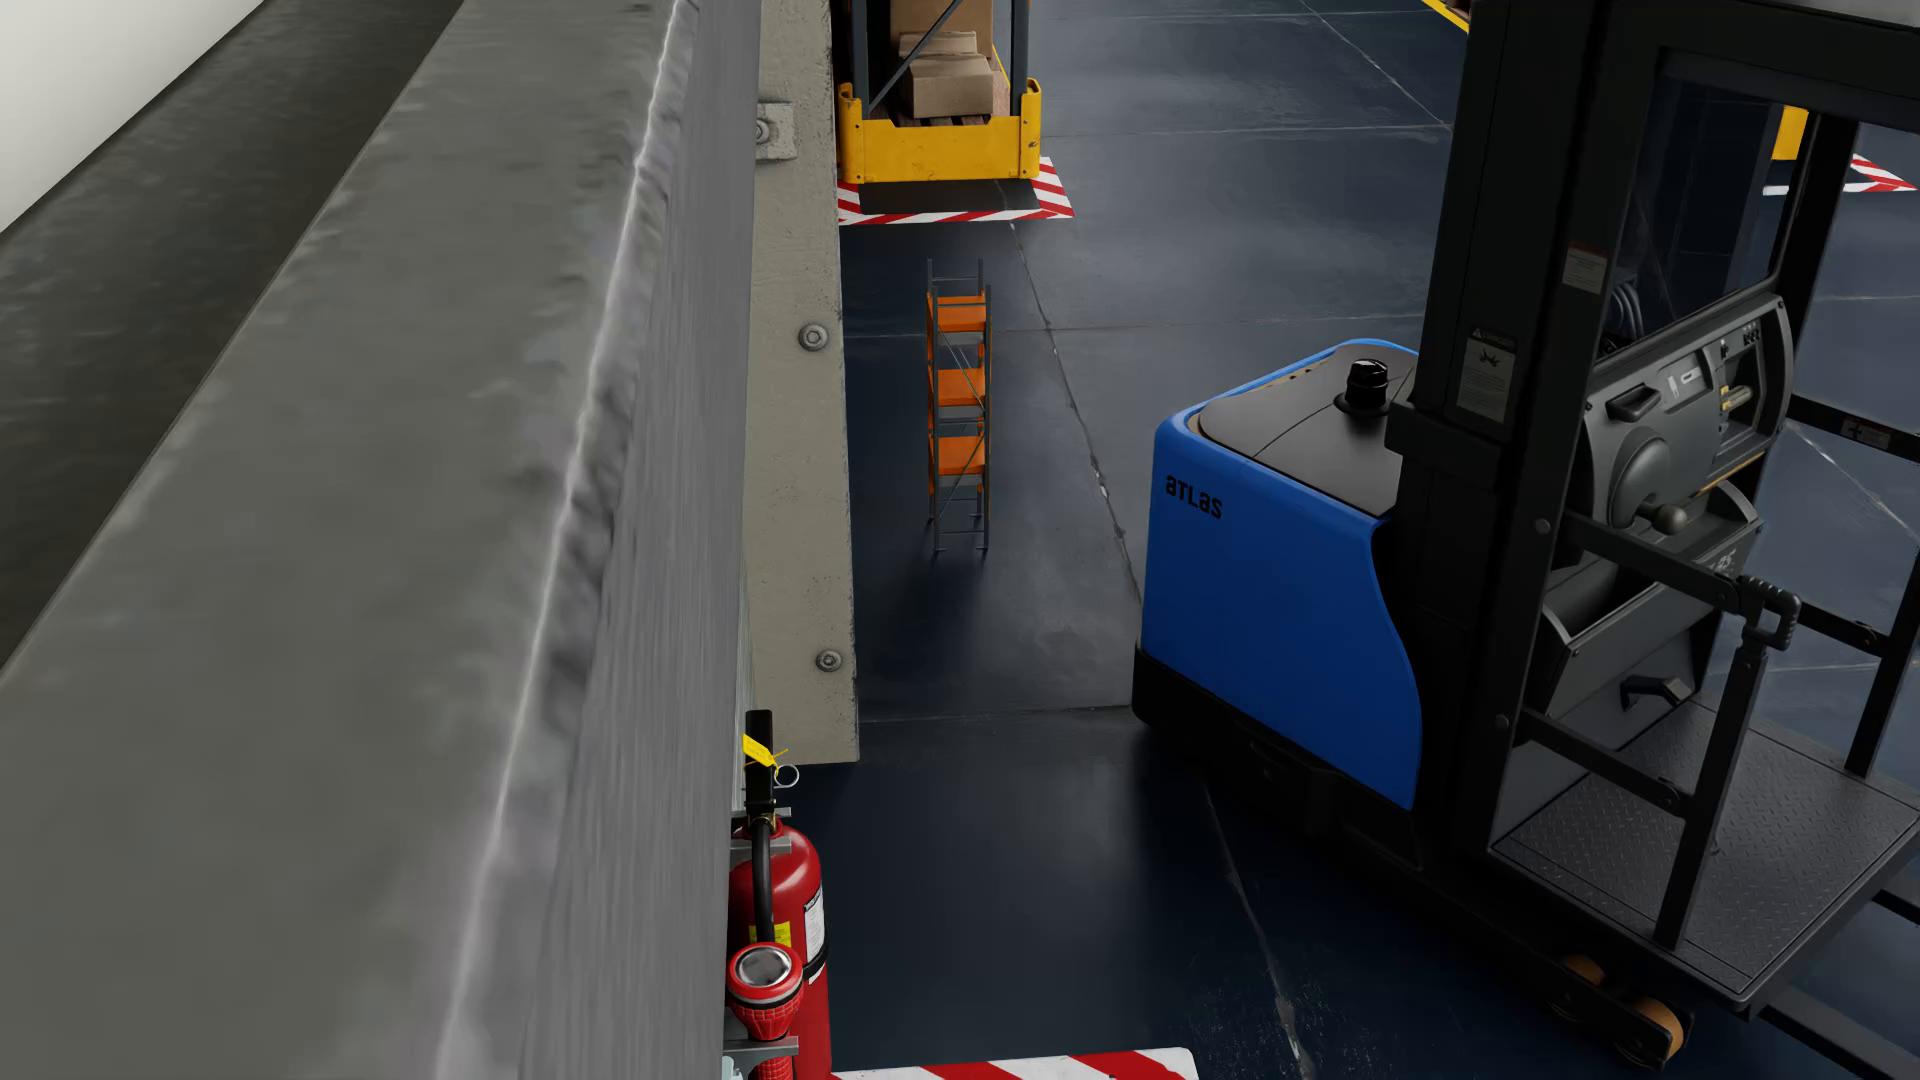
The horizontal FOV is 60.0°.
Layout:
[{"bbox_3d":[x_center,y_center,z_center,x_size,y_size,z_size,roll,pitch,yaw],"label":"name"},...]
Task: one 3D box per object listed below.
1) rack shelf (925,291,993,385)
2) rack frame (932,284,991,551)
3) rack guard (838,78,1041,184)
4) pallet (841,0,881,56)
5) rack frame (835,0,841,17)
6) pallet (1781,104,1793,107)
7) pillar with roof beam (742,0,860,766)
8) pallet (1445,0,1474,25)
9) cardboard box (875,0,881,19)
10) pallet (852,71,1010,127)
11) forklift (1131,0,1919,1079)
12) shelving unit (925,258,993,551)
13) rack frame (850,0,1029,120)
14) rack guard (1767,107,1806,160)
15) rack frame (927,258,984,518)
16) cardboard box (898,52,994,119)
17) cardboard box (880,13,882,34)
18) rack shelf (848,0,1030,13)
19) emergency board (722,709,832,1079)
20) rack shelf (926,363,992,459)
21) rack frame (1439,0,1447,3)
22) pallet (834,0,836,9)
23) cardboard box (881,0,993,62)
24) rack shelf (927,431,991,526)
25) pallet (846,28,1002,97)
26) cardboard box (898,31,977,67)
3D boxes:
[{"bbox_3d":[-0.005,-0.713,5.886,0.215,0.259,0.240,-3,31,-5],"label":"rack shelf"},{"bbox_3d":[0.006,-0.416,5.922,0.200,1.050,0.008,-3,31,-5],"label":"rack frame"},{"bbox_3d":[-0.122,-2.416,9.807,1.175,0.500,0.348,-3,31,-5],"label":"rack guard"},{"bbox_3d":[-0.391,-3.954,12.663,1.003,0.211,1.213,-3,31,-5],"label":"pallet"},{"bbox_3d":[-0.489,-5.492,12.520,1.000,3.000,0.127,-3,31,-5],"label":"rack frame"},{"bbox_3d":[4.704,-2.881,10.866,1.003,0.211,1.213,-3,31,-5],"label":"pallet"},{"bbox_3d":[3.805,-3.484,3.308,9.100,9.000,0.400,-3,31,-5],"label":"pillar with roof beam"},{"bbox_3d":[4.476,-4.126,12.952,1.003,0.211,1.213,-3,31,-5],"label":"pallet"},{"bbox_3d":[-0.352,-4.080,12.164,0.500,0.500,0.500,-5,31,-8],"label":"cardboard box"},{"bbox_3d":[-0.163,-2.708,10.578,1.003,0.211,1.213,-3,31,-5],"label":"pallet"},{"bbox_3d":[1.879,-0.261,3.829,1.130,2.935,3.031,-24,38,-34],"label":"forklift"},{"bbox_3d":[-0.005,-0.478,6.027,0.215,1.050,0.252,-3,31,-5],"label":"shelving unit"},{"bbox_3d":[-0.115,-3.450,9.101,1.000,3.000,0.127,-3,31,-5],"label":"rack frame"},{"bbox_3d":[4.819,-2.604,10.122,1.175,0.500,0.348,-3,31,-5],"label":"rack guard"},{"bbox_3d":[-0.016,-0.540,6.131,0.200,1.050,0.008,-3,31,-5],"label":"rack frame"},{"bbox_3d":[-0.090,-2.842,10.276,0.500,0.311,0.500,-6,31,-10],"label":"cardboard box"},{"bbox_3d":[-0.359,-3.640,11.769,0.380,0.149,0.250,-5,31,-9],"label":"cardboard box"},{"bbox_3d":[-0.302,-4.162,10.995,1.077,0.370,4.000,-3,31,-5],"label":"rack shelf"},{"bbox_3d":[-0.288,0.561,2.386,0.194,1.169,0.643,-3,31,-5],"label":"emergency board"},{"bbox_3d":[-0.005,-0.469,6.032,0.215,0.259,0.240,-3,31,-5],"label":"rack shelf"},{"bbox_3d":[4.443,-5.731,12.920,1.000,3.000,0.127,-3,31,-5],"label":"rack frame"},{"bbox_3d":[-0.563,-4.692,13.900,1.003,0.211,1.213,-3,31,-5],"label":"pallet"},{"bbox_3d":[-0.162,-3.591,11.346,0.700,0.500,0.500,-5,31,-8],"label":"cardboard box"},{"bbox_3d":[-0.005,-0.230,6.174,0.215,0.259,0.240,-3,31,-5],"label":"rack shelf"},{"bbox_3d":[-0.274,-3.329,11.618,1.003,0.211,1.213,-3,31,-5],"label":"pallet"},{"bbox_3d":[-0.143,-3.133,10.763,0.500,0.311,0.500,0,31,0],"label":"cardboard box"}]
